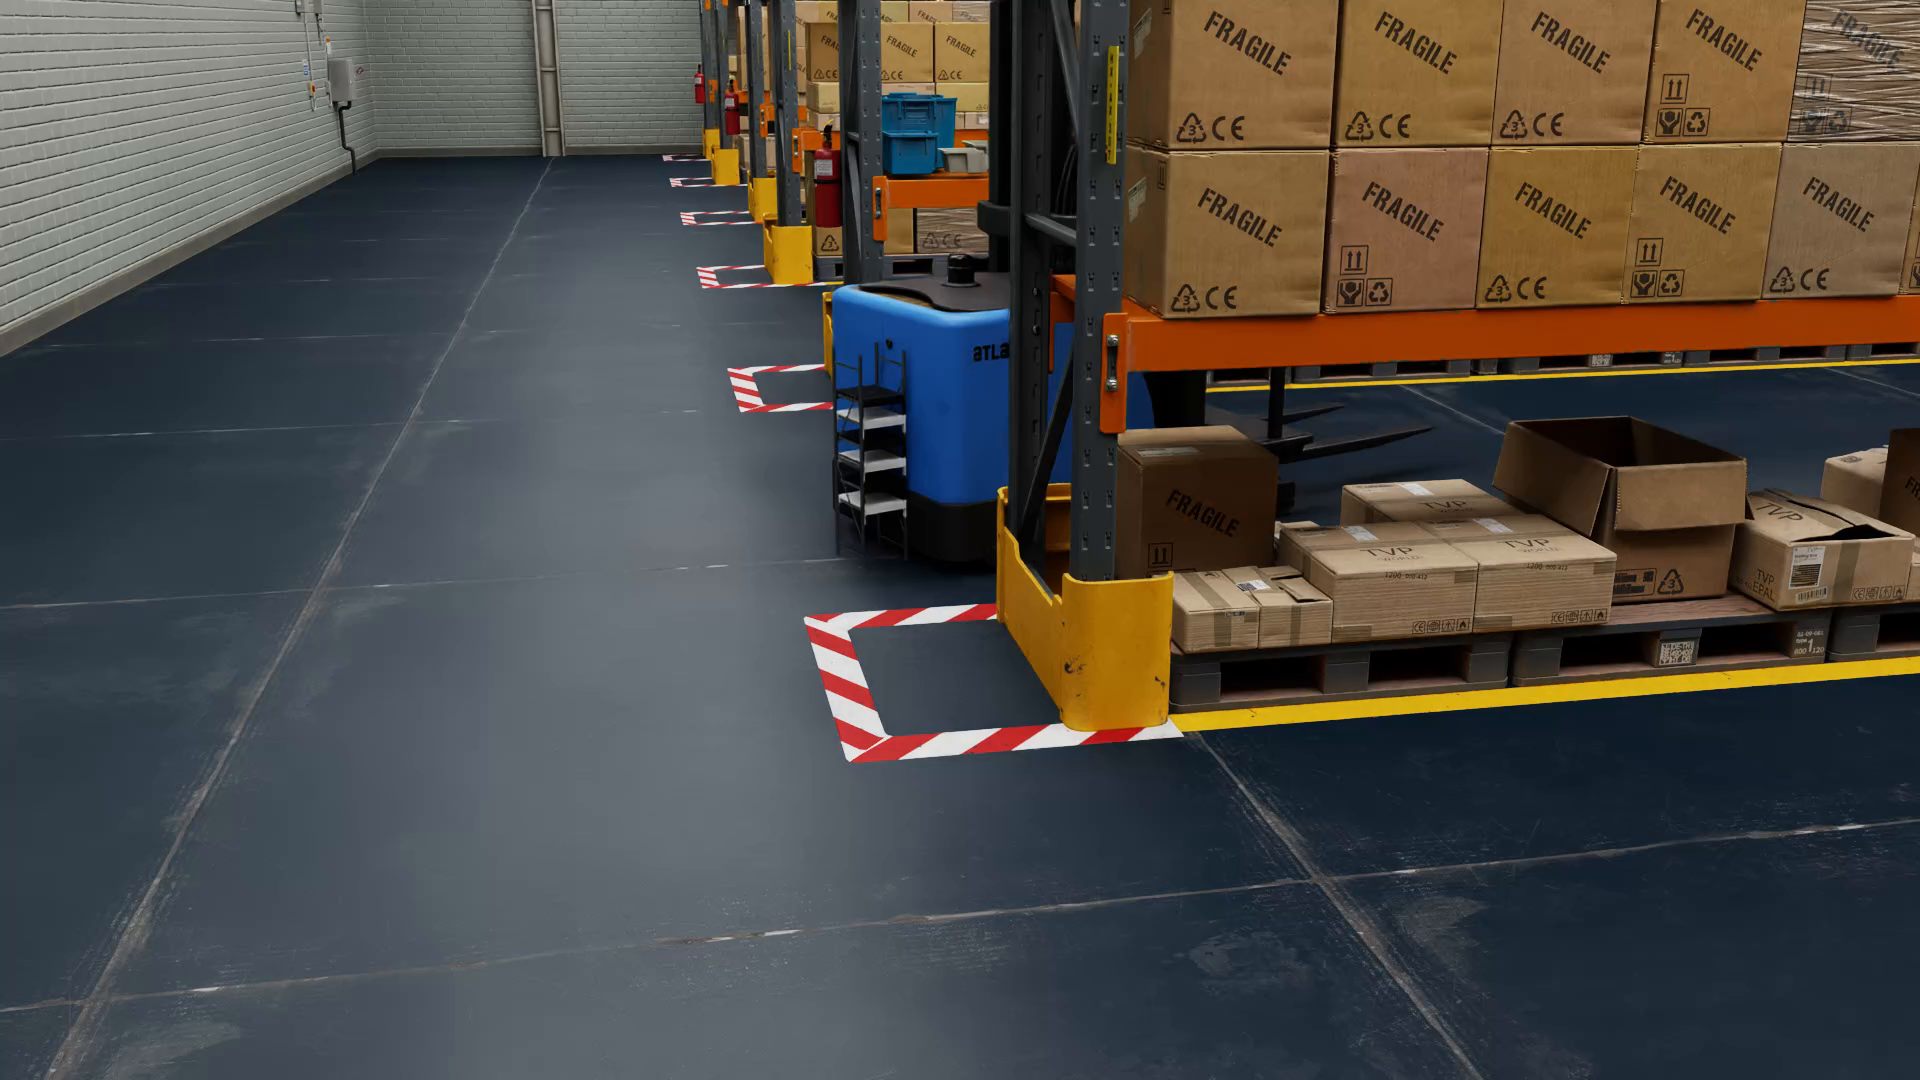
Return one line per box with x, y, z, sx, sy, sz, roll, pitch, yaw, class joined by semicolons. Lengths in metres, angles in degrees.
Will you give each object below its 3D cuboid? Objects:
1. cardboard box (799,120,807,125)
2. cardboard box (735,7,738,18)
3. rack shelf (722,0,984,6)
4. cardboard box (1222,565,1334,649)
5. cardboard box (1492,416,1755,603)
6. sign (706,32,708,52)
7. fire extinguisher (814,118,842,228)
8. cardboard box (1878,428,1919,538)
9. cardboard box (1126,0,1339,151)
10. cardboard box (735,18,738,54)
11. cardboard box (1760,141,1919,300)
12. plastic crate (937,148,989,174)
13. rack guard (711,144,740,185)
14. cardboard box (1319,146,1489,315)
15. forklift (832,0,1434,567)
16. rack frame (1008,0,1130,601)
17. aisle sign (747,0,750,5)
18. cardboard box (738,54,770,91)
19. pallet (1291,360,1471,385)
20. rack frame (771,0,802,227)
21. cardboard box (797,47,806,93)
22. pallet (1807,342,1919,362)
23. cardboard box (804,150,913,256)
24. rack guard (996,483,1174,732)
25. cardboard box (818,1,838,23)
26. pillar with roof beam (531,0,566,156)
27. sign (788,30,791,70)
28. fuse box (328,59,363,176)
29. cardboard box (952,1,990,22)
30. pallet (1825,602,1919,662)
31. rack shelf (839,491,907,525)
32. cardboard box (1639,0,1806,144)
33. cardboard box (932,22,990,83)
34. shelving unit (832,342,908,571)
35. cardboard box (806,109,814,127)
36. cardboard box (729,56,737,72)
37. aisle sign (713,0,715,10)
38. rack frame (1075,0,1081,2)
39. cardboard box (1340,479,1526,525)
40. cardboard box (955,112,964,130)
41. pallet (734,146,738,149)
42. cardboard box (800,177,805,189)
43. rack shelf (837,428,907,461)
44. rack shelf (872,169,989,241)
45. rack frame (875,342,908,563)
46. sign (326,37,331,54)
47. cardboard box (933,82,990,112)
-2.903;-7.185;29.120;0.500;0.500;0.700;-3;17;-8;cardboard box
-3.108;-7.619;24.012;0.250;0.149;0.380;-3;17;-10;cardboard box
-1.459;-7.906;24.044;4.000;0.370;1.077;-3;17;-10;rack shelf
1.055;0.214;5.567;0.250;0.166;0.380;-3;17;-10;cardboard box
2.417;-0.126;6.098;0.637;0.503;0.797;-3;17;-10;cardboard box
-4.265;-8.393;28.038;0.005;0.325;0.100;-3;17;-10;sign
-0.838;-2.328;10.532;0.183;0.674;0.296;-3;17;-10;fire extinguisher
3.755;-0.117;6.075;0.500;0.500;0.500;-3;17;-10;cardboard box
0.818;-1.467;5.088;0.500;0.500;0.500;-3;17;-9;cardboard box
-2.995;-7.326;24.166;0.500;0.500;0.500;-3;17;-9;cardboard box
2.808;-1.103;5.606;0.500;0.500;0.500;-3;17;-9;cardboard box
0.032;-2.236;9.812;0.298;0.136;0.250;-3;17;-10;plastic crate
-3.446;-5.509;24.379;0.348;0.500;1.175;-3;17;-10;rack guard
1.324;-1.019;5.333;0.500;0.500;0.500;-3;17;-11;cardboard box
0.943;-1.600;7.512;3.031;2.935;1.130;-11;20;-31;forklift
0.333;-0.992;5.417;0.127;3.000;1.000;-3;17;-10;rack frame
-2.399;-6.436;18.712;0.004;0.787;0.394;-3;17;-10;aisle sign
-2.897;-6.697;23.819;0.500;0.500;0.500;-3;17;-11;cardboard box
2.610;-1.258;11.031;1.213;0.211;1.003;-3;17;-10;pallet
-1.543;-3.848;14.715;0.127;3.000;1.000;-3;17;-10;rack frame
-1.891;-5.419;19.152;0.500;0.500;0.500;-2;17;-8;cardboard box
6.485;-1.477;11.744;1.213;0.211;1.003;-3;17;-10;pallet
-0.930;-3.092;15.156;0.875;0.875;0.875;-3;17;-10;cardboard box
0.407;0.198;5.797;0.348;0.500;1.175;-3;17;-10;rack guard
-1.399;-5.930;19.113;0.500;0.500;0.500;-3;17;-9;cardboard box
-6.370;-9.872;24.110;0.400;9.000;9.100;-3;17;-10;pillar with roof beam
-1.443;-4.140;14.054;0.005;0.325;0.100;-3;17;-10;sign
-9.210;-6.382;25.159;0.414;1.711;0.539;-3;17;-10;fuse box
0.121;-6.015;19.391;0.500;0.500;0.500;-3;17;-9;cardboard box
3.586;0.156;6.428;1.213;0.211;1.003;-3;17;-10;pallet
-0.372;-0.145;6.960;0.200;0.077;0.258;-11;20;-31;rack shelf
2.321;-1.553;5.369;0.500;0.500;0.500;-3;17;-11;cardboard box
-0.022;-4.284;14.607;0.500;0.500;0.500;-4;17;-12;cardboard box
-0.372;-0.349;6.897;0.210;0.900;0.258;-11;20;-31;shelving unit
-1.256;-3.843;15.125;0.250;0.149;0.380;-3;17;-9;cardboard box
-3.871;-8.154;28.482;0.500;0.250;0.500;-3;17;-10;cardboard box
-3.552;-8.033;23.912;0.004;0.787;0.394;-3;17;-10;aisle sign
1.543;-5.506;20.114;0.127;3.000;1.000;-3;17;-10;rack frame
1.758;-0.034;6.230;0.500;0.250;0.500;-3;17;-10;cardboard box
-0.123;-3.710;14.695;0.250;0.149;0.380;-4;17;-12;cardboard box
-3.511;-6.851;29.243;1.213;0.211;1.003;-3;17;-10;pallet
-1.821;-4.219;19.556;0.250;0.149;0.380;-3;17;-8;cardboard box
-0.372;-0.403;6.881;0.200;0.077;0.258;-11;20;-31;rack shelf
1.360;-2.188;10.535;4.000;0.370;1.077;-3;17;-10;rack shelf
-0.287;-0.365;6.950;0.006;0.900;0.240;-11;20;-31;rack frame
-9.403;-7.365;24.759;0.001;0.242;0.339;-3;17;-10;sign
-0.017;-3.925;14.715;0.500;0.250;0.500;-4;17;-12;cardboard box
